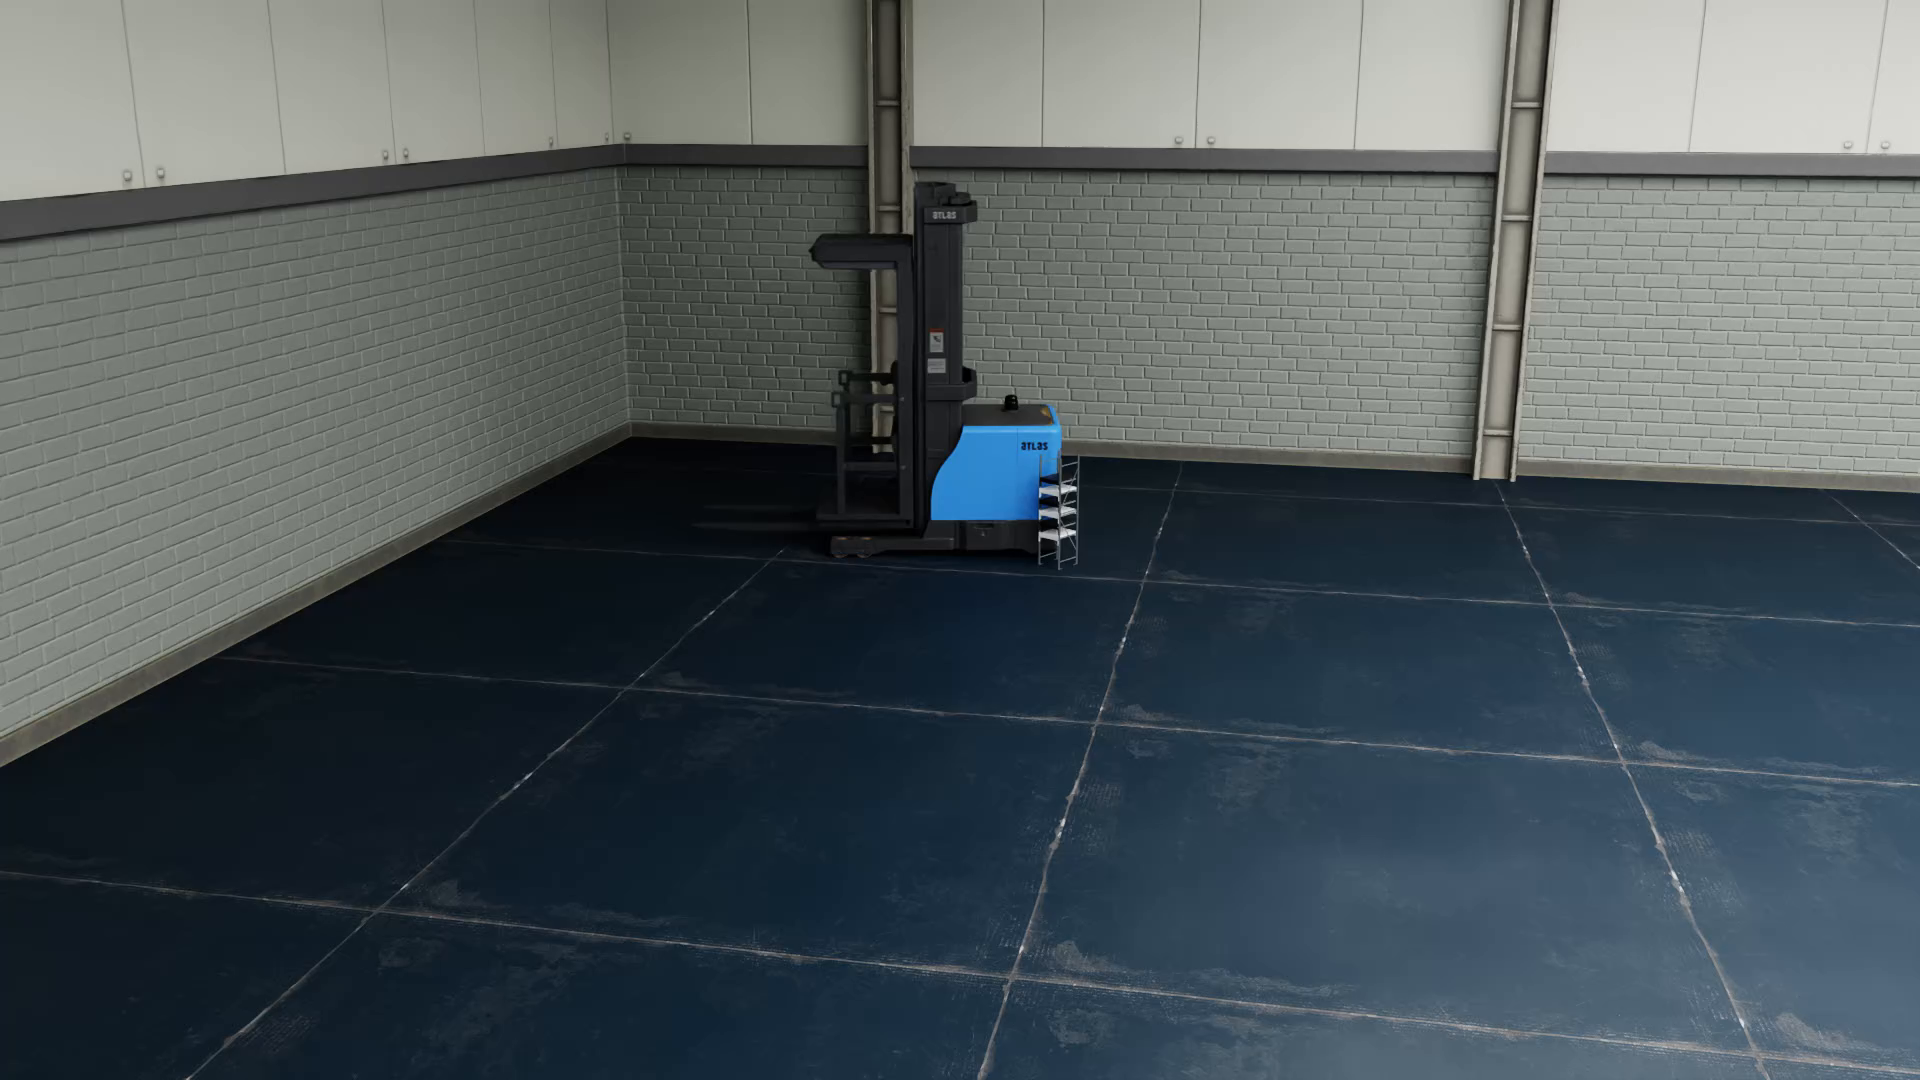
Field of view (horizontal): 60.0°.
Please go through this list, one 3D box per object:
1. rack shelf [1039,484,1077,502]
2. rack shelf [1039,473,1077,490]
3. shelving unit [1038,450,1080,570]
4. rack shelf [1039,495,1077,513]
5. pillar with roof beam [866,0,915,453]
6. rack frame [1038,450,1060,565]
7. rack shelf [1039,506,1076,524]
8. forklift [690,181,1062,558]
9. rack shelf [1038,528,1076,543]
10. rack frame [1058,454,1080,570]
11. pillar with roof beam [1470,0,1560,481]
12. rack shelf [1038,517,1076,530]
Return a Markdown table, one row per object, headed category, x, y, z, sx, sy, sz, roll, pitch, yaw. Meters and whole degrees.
| category | x | y | z | sx | sy | sz | roll | pitch | yaw |
| --- | --- | --- | --- | --- | --- | --- | --- | --- | --- |
| rack shelf | 0.781 | -0.379 | 13.126 | 0.200 | 0.077 | 0.258 | 14 | 21 | 41 |
| rack shelf | 0.781 | -0.466 | 13.102 | 0.200 | 0.077 | 0.258 | 14 | 21 | 41 |
| shelving unit | 0.781 | -0.238 | 13.165 | 0.210 | 0.900 | 0.258 | 14 | 21 | 41 |
| rack shelf | 0.781 | -0.292 | 13.150 | 0.200 | 0.077 | 0.258 | 14 | 21 | 41 |
| pillar with roof beam | -1.544 | -4.145 | 12.098 | 0.400 | 9.000 | 9.100 | 3 | 16 | 11 |
| rack frame | 0.707 | -0.256 | 13.232 | 0.006 | 0.900 | 0.240 | 14 | 21 | 41 |
| rack shelf | 0.781 | -0.206 | 13.174 | 0.200 | 0.077 | 0.258 | 14 | 21 | 41 |
| forklift | -0.695 | -1.408 | 13.585 | 3.031 | 2.935 | 1.130 | 0 | 15 | -1 |
| rack shelf | 0.781 | -0.032 | 13.222 | 0.200 | 0.077 | 0.258 | 14 | 21 | 41 |
| rack frame | 0.856 | -0.219 | 13.098 | 0.006 | 0.900 | 0.240 | 14 | 21 | 41 |
| pillar with roof beam | 4.336 | -3.826 | 10.946 | 0.400 | 9.000 | 9.100 | 3 | 16 | 11 |
| rack shelf | 0.781 | -0.119 | 13.198 | 0.200 | 0.077 | 0.258 | 14 | 21 | 41 |
